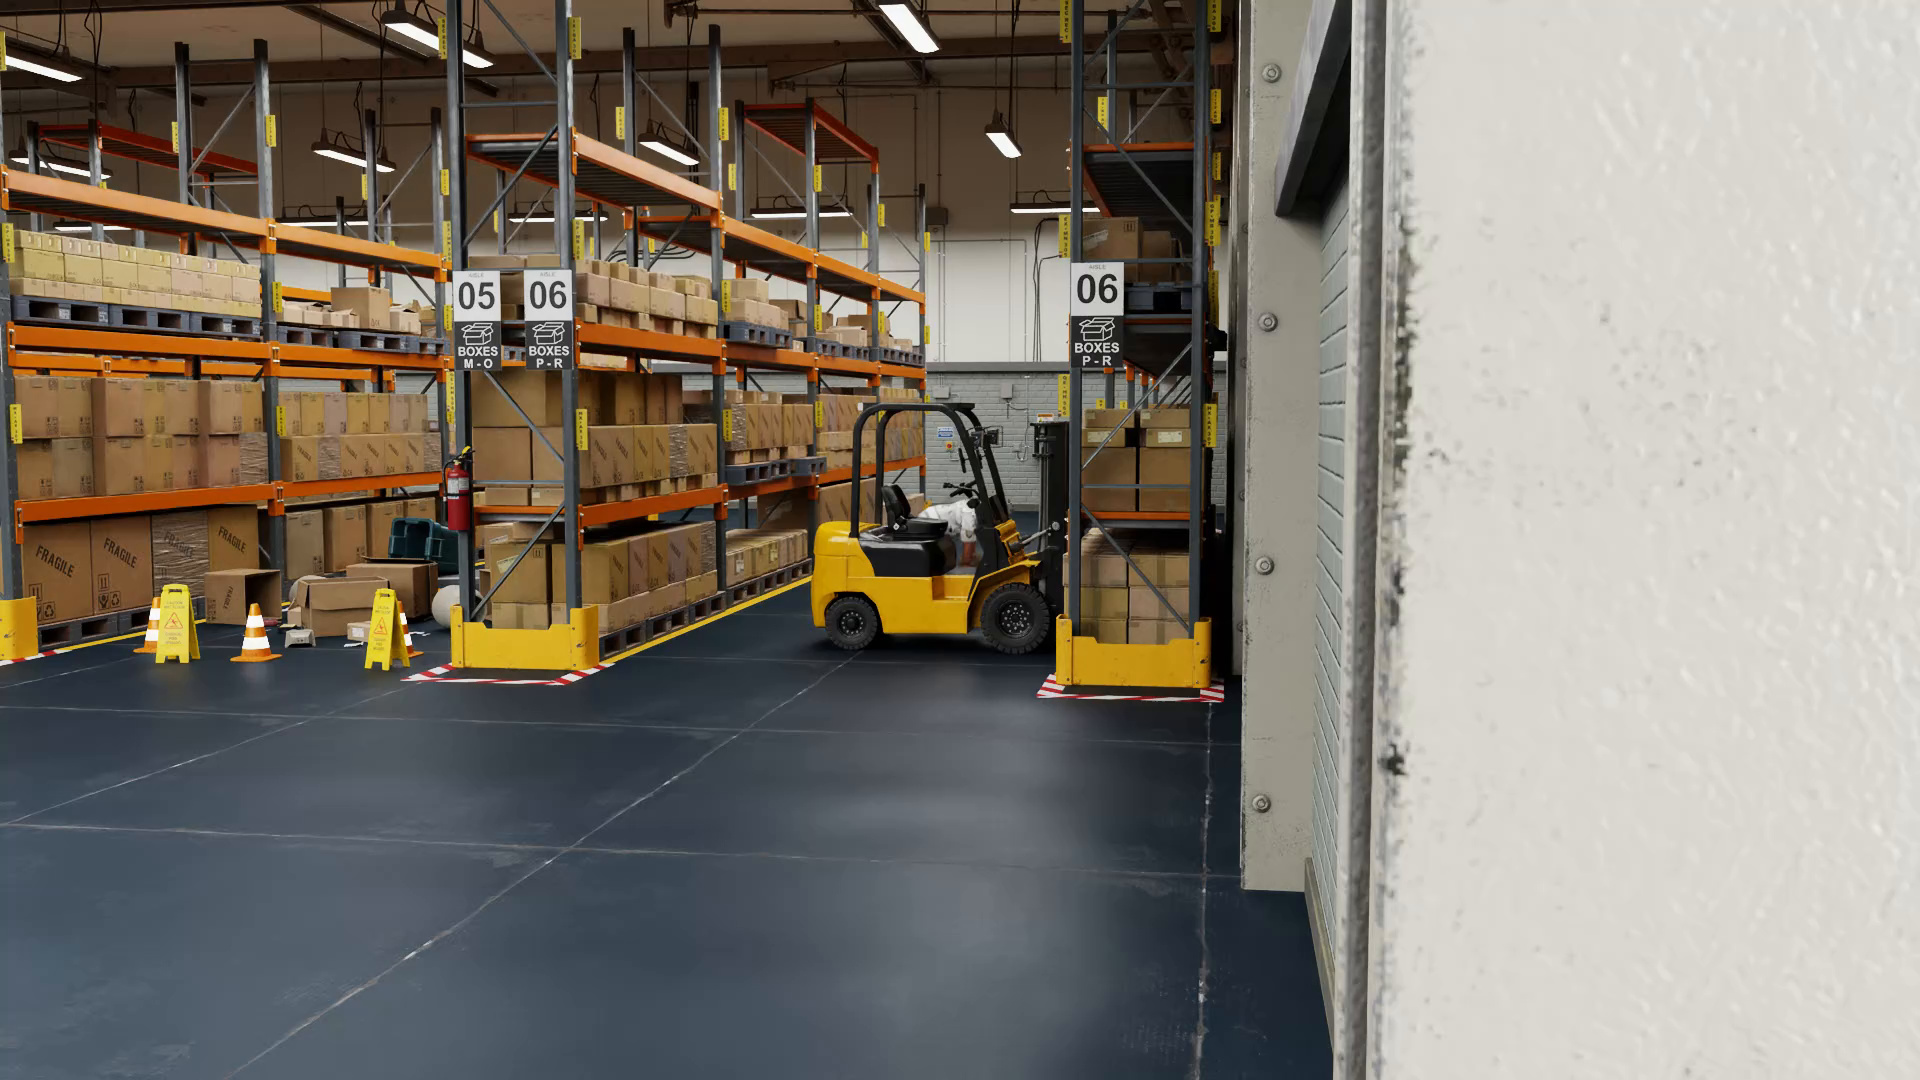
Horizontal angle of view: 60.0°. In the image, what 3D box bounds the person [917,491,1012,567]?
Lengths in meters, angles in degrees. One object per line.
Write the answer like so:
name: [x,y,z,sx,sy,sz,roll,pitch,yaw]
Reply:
person: [0.009,0.169,16.448,1.007,1.290,0.486,1,4,7]
